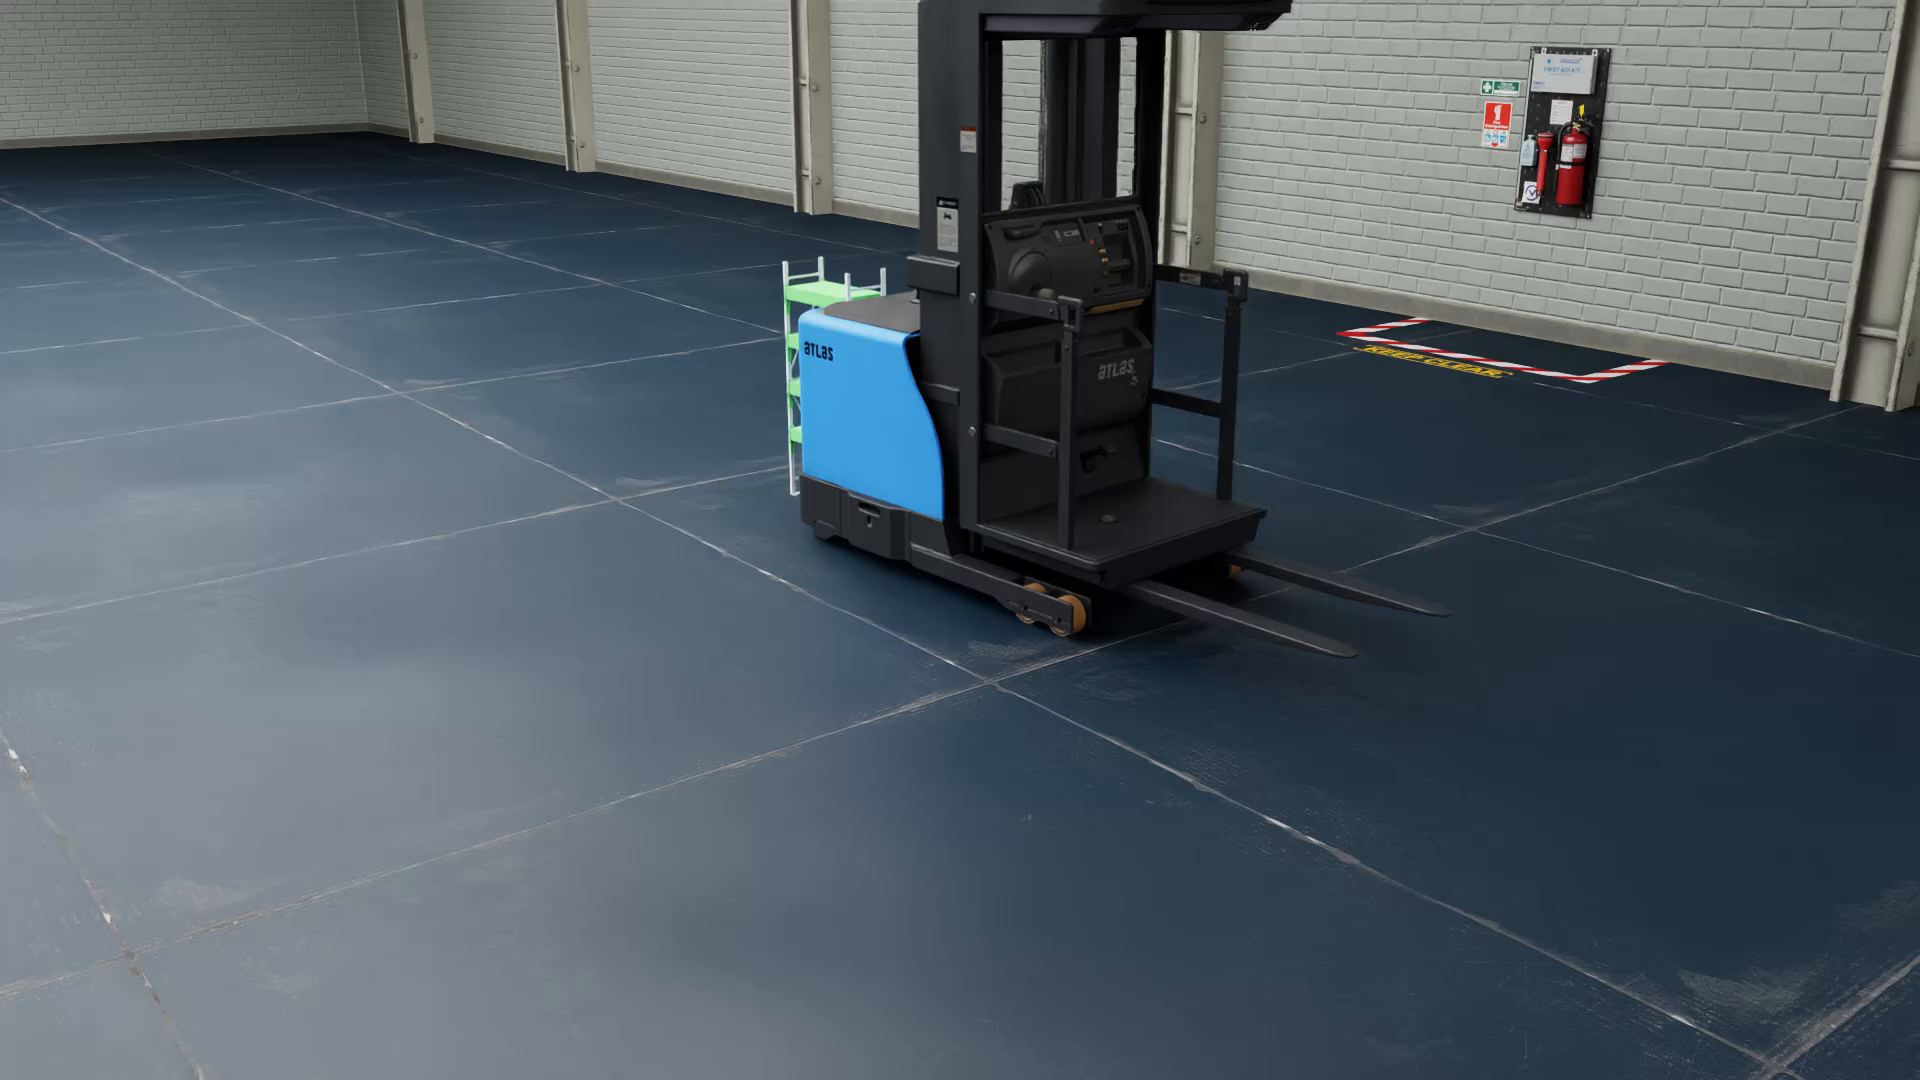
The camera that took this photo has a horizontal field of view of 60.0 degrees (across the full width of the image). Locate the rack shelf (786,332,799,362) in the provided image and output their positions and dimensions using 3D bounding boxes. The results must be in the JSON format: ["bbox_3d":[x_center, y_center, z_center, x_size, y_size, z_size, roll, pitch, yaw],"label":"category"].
[{"bbox_3d":[-0.614,-0.936,8.221,0.258,0.148,0.480,-16,24,-40],"label":"rack shelf"}]

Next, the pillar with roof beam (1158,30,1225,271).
[{"bbox_3d":[-1.351,-5.777,10.994,9.100,9.000,0.400,-14,23,-36],"label":"pillar with roof beam"}]

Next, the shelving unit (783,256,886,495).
[{"bbox_3d":[-0.614,-0.769,8.276,0.258,1.200,0.503,-16,24,-40],"label":"shelving unit"}]

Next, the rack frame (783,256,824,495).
[{"bbox_3d":[-0.779,-0.826,8.447,0.240,1.200,0.015,-16,24,-40],"label":"rack frame"}]

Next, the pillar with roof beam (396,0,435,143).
[{"bbox_3d":[-12.527,-10.213,24.389,9.100,9.000,0.400,-14,23,-36],"label":"pillar with roof beam"}]

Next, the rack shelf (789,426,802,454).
[{"bbox_3d":[-0.614,-0.481,8.372,0.258,0.148,0.480,-16,24,-40],"label":"rack shelf"}]

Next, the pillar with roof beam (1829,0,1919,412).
[{"bbox_3d":[2.374,-4.299,6.529,9.100,9.000,0.400,-14,23,-36],"label":"pillar with roof beam"}]

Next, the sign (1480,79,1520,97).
[{"bbox_3d":[3.978,-3.329,12.246,0.001,0.109,0.331,-14,23,-36],"label":"sign"}]

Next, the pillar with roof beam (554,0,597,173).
[{"bbox_3d":[-8.802,-8.734,19.924,9.100,9.000,0.400,-14,23,-36],"label":"pillar with roof beam"}]

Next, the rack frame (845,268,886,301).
[{"bbox_3d":[-0.449,-0.712,8.105,0.240,1.200,0.015,-16,24,-40],"label":"rack frame"}]

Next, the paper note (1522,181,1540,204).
[{"bbox_3d":[4.189,-2.546,12.182,0.016,0.148,0.142,-14,23,-36],"label":"paper note"}]

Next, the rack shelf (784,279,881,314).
[{"bbox_3d":[-0.614,-1.164,8.145,0.258,0.148,0.480,-16,24,-40],"label":"rack shelf"}]

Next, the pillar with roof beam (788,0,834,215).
[{"bbox_3d":[-5.076,-7.256,15.459,9.100,9.000,0.400,-14,23,-36],"label":"pillar with roof beam"}]

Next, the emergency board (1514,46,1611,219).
[{"bbox_3d":[4.245,-2.907,11.871,0.194,1.169,0.643,-14,23,-36],"label":"emergency board"}]

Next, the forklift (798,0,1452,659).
[{"bbox_3d":[0.606,-1.183,6.774,1.130,2.935,3.031,-16,24,-40],"label":"forklift"}]

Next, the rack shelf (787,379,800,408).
[{"bbox_3d":[-0.614,-0.708,8.296,0.258,0.148,0.480,-16,24,-40],"label":"rack shelf"}]

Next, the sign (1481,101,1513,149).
[{"bbox_3d":[3.982,-3.081,12.338,0.001,0.329,0.234,-14,23,-36],"label":"sign"}]
